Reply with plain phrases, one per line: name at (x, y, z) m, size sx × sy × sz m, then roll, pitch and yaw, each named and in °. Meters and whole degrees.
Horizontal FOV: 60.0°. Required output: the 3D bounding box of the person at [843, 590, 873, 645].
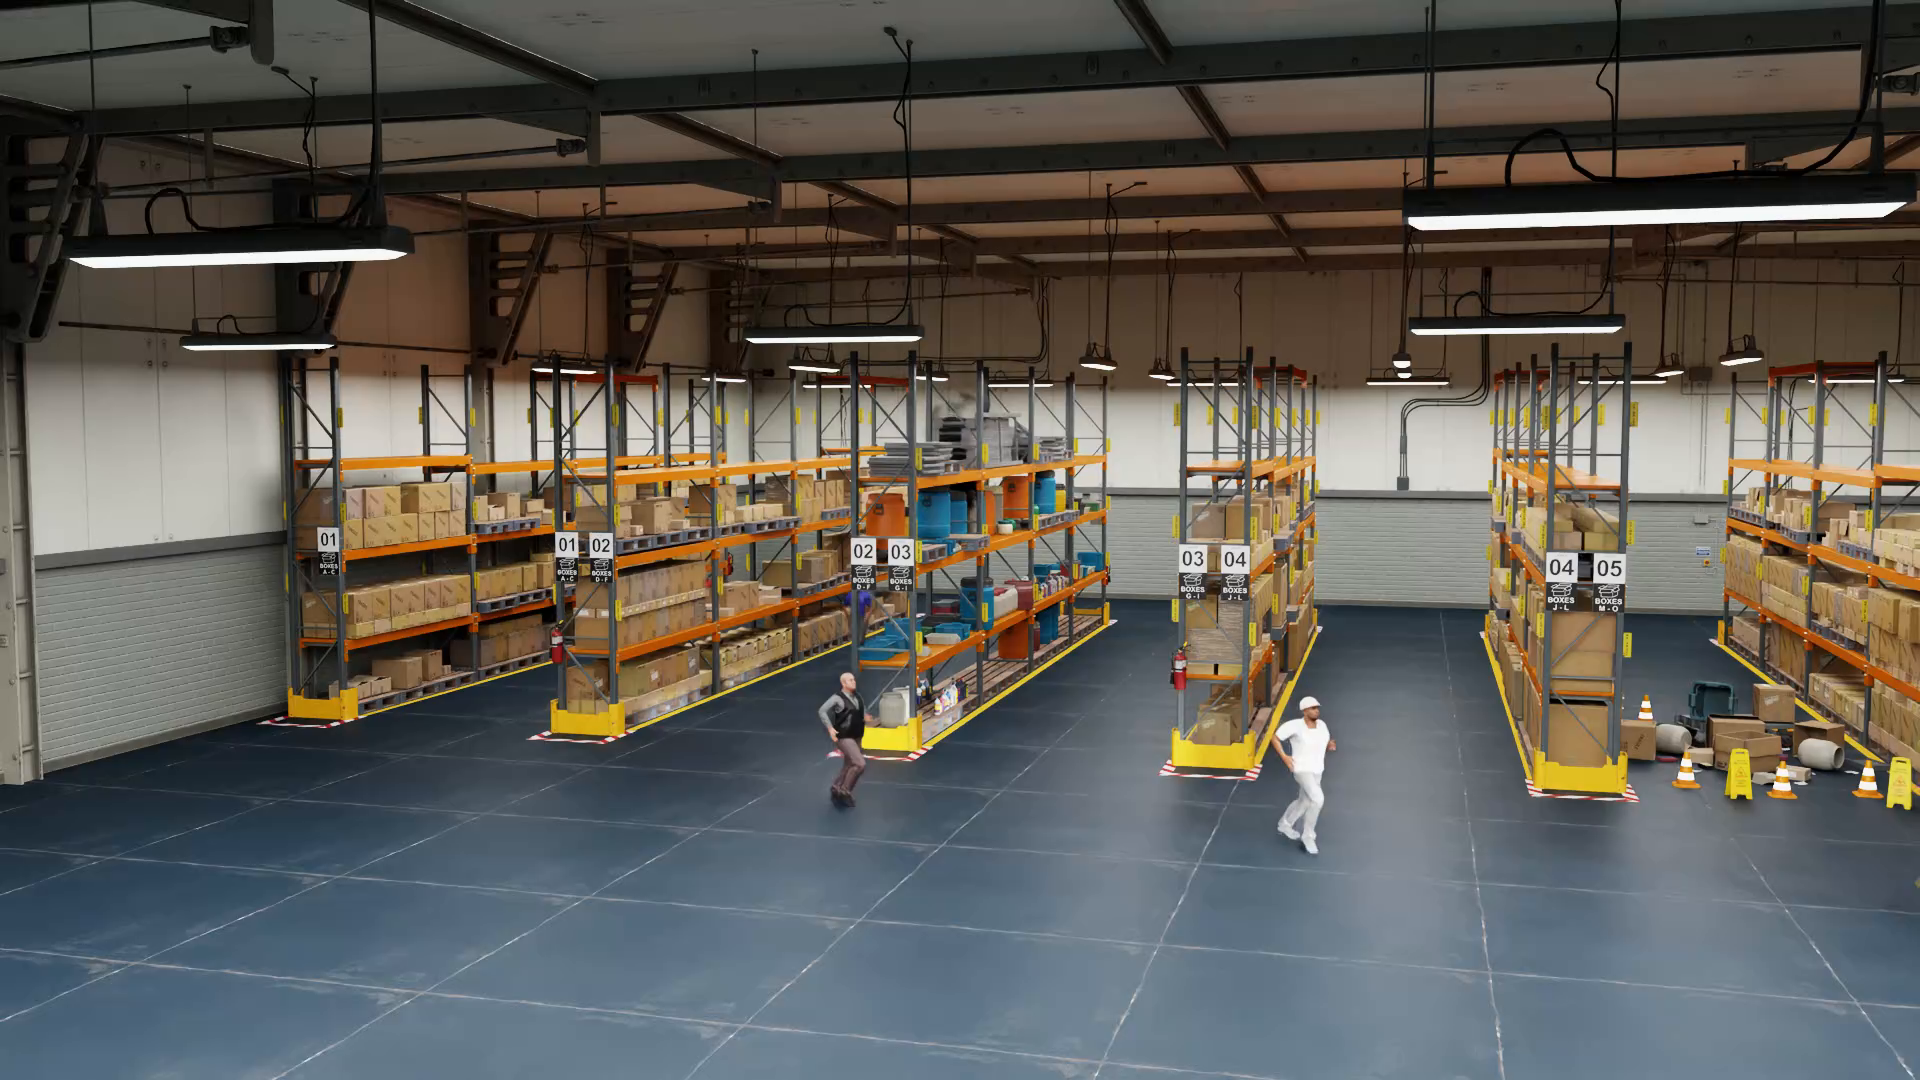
person at (-1.968, 1.570, 31.844) m, size 0.585 × 1.646 × 0.508 m, roll 0°, pitch 4°, yaw 6°

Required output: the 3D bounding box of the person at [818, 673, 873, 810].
person at (-1.417, 2.578, 21.375) m, size 0.716 × 1.741 × 0.625 m, roll 3°, pitch 5°, yaw 32°

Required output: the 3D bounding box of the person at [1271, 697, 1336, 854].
person at (4.029, 2.719, 19.413) m, size 0.677 × 1.820 × 0.778 m, roll -3°, pitch 5°, yaw -38°

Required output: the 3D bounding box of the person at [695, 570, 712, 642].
person at (-5.708, 1.463, 36.653) m, size 0.651 × 1.684 × 0.602 m, roll 0°, pitch 4°, yaw -2°
